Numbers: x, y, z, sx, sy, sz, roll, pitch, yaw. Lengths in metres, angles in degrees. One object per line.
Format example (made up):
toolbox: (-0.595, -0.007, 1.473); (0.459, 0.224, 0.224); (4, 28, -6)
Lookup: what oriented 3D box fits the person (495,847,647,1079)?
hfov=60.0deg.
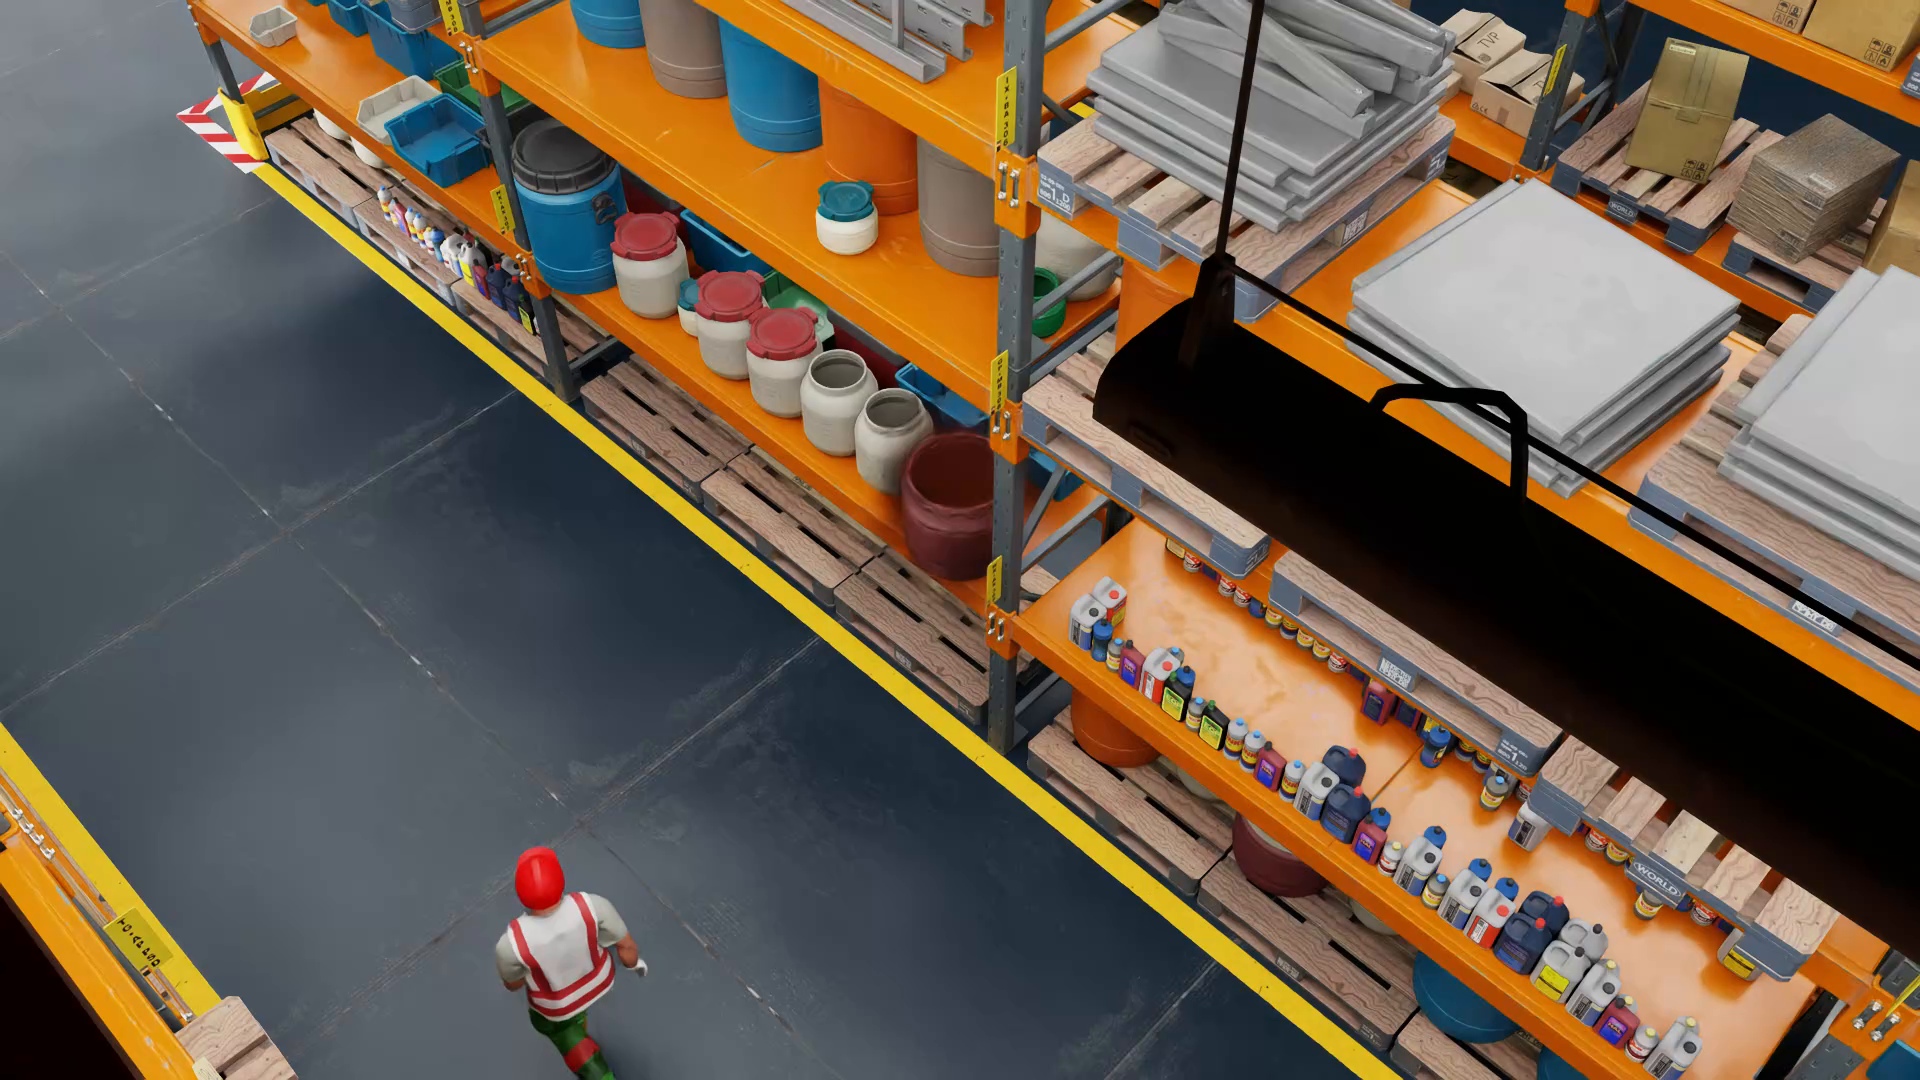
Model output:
person: (-1.741, 1.960, 7.510); (0.585, 1.637, 0.852); (-31, 57, -23)
